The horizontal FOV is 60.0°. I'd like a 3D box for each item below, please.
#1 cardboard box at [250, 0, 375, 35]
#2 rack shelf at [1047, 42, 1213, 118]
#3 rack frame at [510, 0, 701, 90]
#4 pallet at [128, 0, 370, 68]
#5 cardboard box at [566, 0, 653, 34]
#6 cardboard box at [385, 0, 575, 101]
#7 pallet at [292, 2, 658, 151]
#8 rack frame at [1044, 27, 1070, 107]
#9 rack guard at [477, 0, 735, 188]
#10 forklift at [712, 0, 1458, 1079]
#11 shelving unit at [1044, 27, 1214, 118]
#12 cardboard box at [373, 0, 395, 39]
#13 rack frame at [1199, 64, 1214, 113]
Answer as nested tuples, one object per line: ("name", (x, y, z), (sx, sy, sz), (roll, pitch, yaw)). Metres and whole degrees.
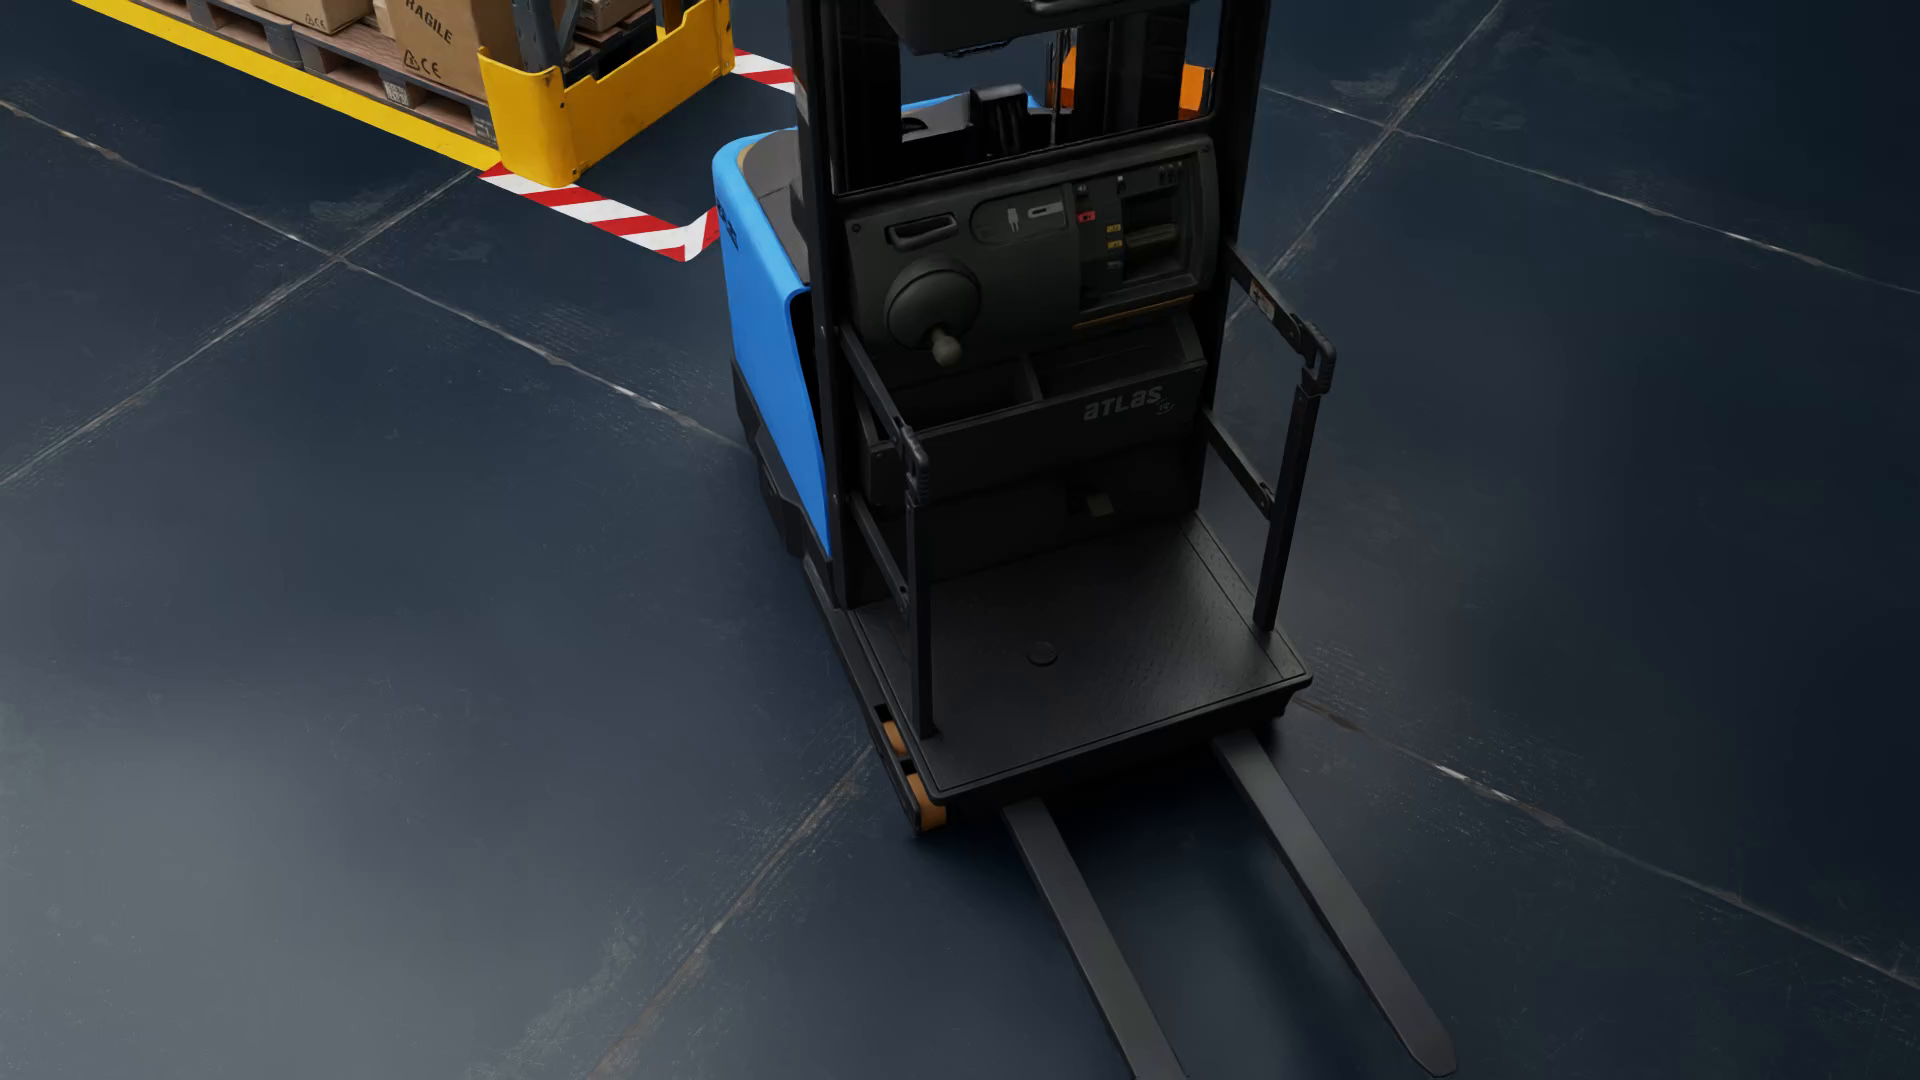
("cardboard box", (-2.726, -2.458, 7.158), (0.500, 0.250, 0.500), (25, 51, 22))
("rack shelf", (0.537, -1.398, 5.219), (0.480, 0.148, 0.258), (13, 49, 12))
("rack frame", (-1.352, -2.815, 5.894), (0.127, 3.000, 1.000), (25, 51, 22))
("pallet", (-3.111, -2.654, 7.682), (1.213, 0.211, 1.003), (25, 51, 22))
("cardboard box", (-1.519, -2.345, 7.118), (0.250, 0.149, 0.380), (25, 51, 22))
("cardboard box", (-1.943, -2.159, 6.693), (0.500, 0.500, 0.500), (25, 51, 22))
("pallet", (-2.088, -2.181, 7.222), (1.213, 0.211, 1.003), (25, 51, 22))
("rack frame", (0.309, -1.186, 5.560), (0.015, 1.200, 0.240), (13, 49, 12))
("rack guard", (-1.416, -1.974, 6.819), (0.348, 0.500, 1.175), (25, 51, 22))
("forklift", (0.266, -0.586, 3.776), (1.130, 2.935, 3.031), (-16, 48, -15))
("shelving unit", (0.541, -1.132, 5.508), (0.503, 1.200, 0.258), (13, 49, 12))
("cardboard box", (-2.235, -2.254, 7.018), (0.250, 0.166, 0.380), (25, 51, 22))
("rack frame", (0.773, -1.078, 5.456), (0.015, 1.200, 0.240), (13, 49, 12))
